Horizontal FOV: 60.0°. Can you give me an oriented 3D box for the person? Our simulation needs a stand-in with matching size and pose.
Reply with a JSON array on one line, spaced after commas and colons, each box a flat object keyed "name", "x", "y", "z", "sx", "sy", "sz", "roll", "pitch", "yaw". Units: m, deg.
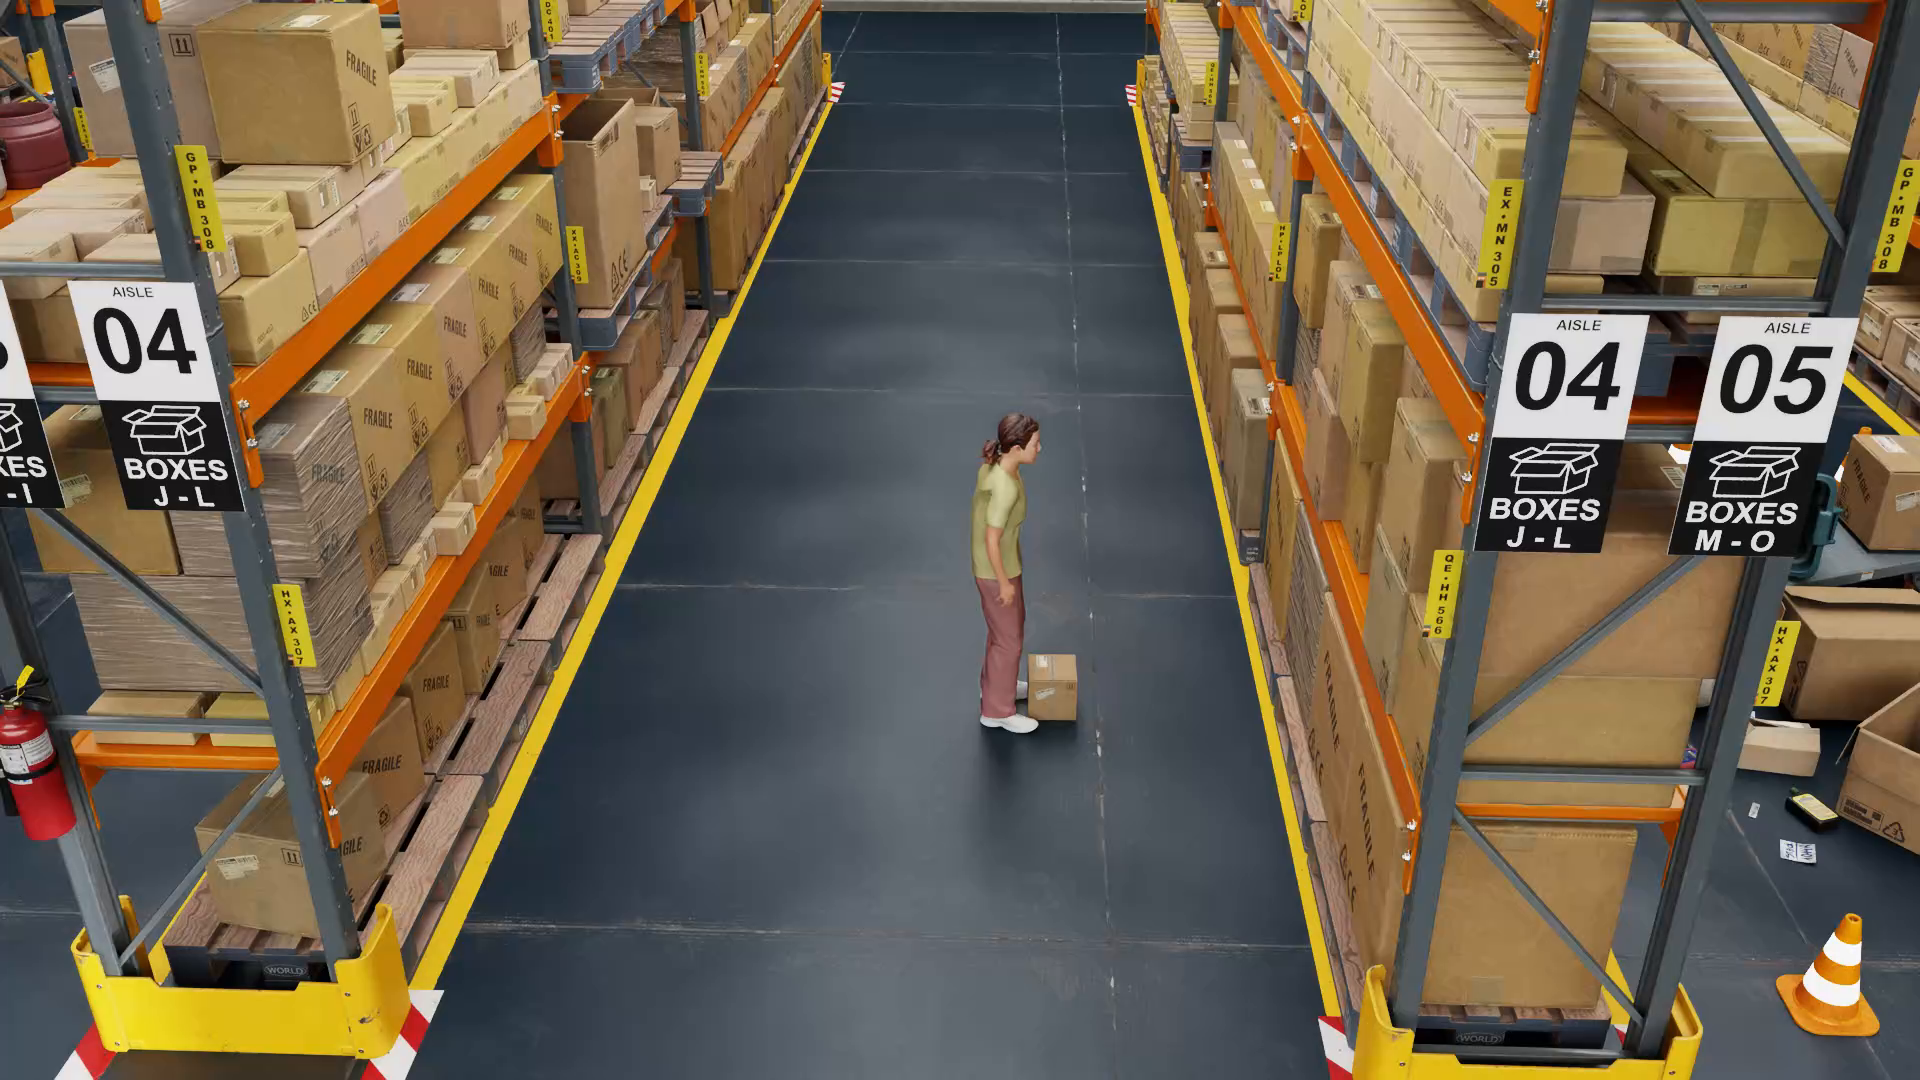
[{"name": "person", "x": 0.231, "y": 0.143, "z": 8.355, "sx": 0.363, "sy": 1.672, "sz": 0.496, "roll": 0, "pitch": 28, "yaw": 1}]
